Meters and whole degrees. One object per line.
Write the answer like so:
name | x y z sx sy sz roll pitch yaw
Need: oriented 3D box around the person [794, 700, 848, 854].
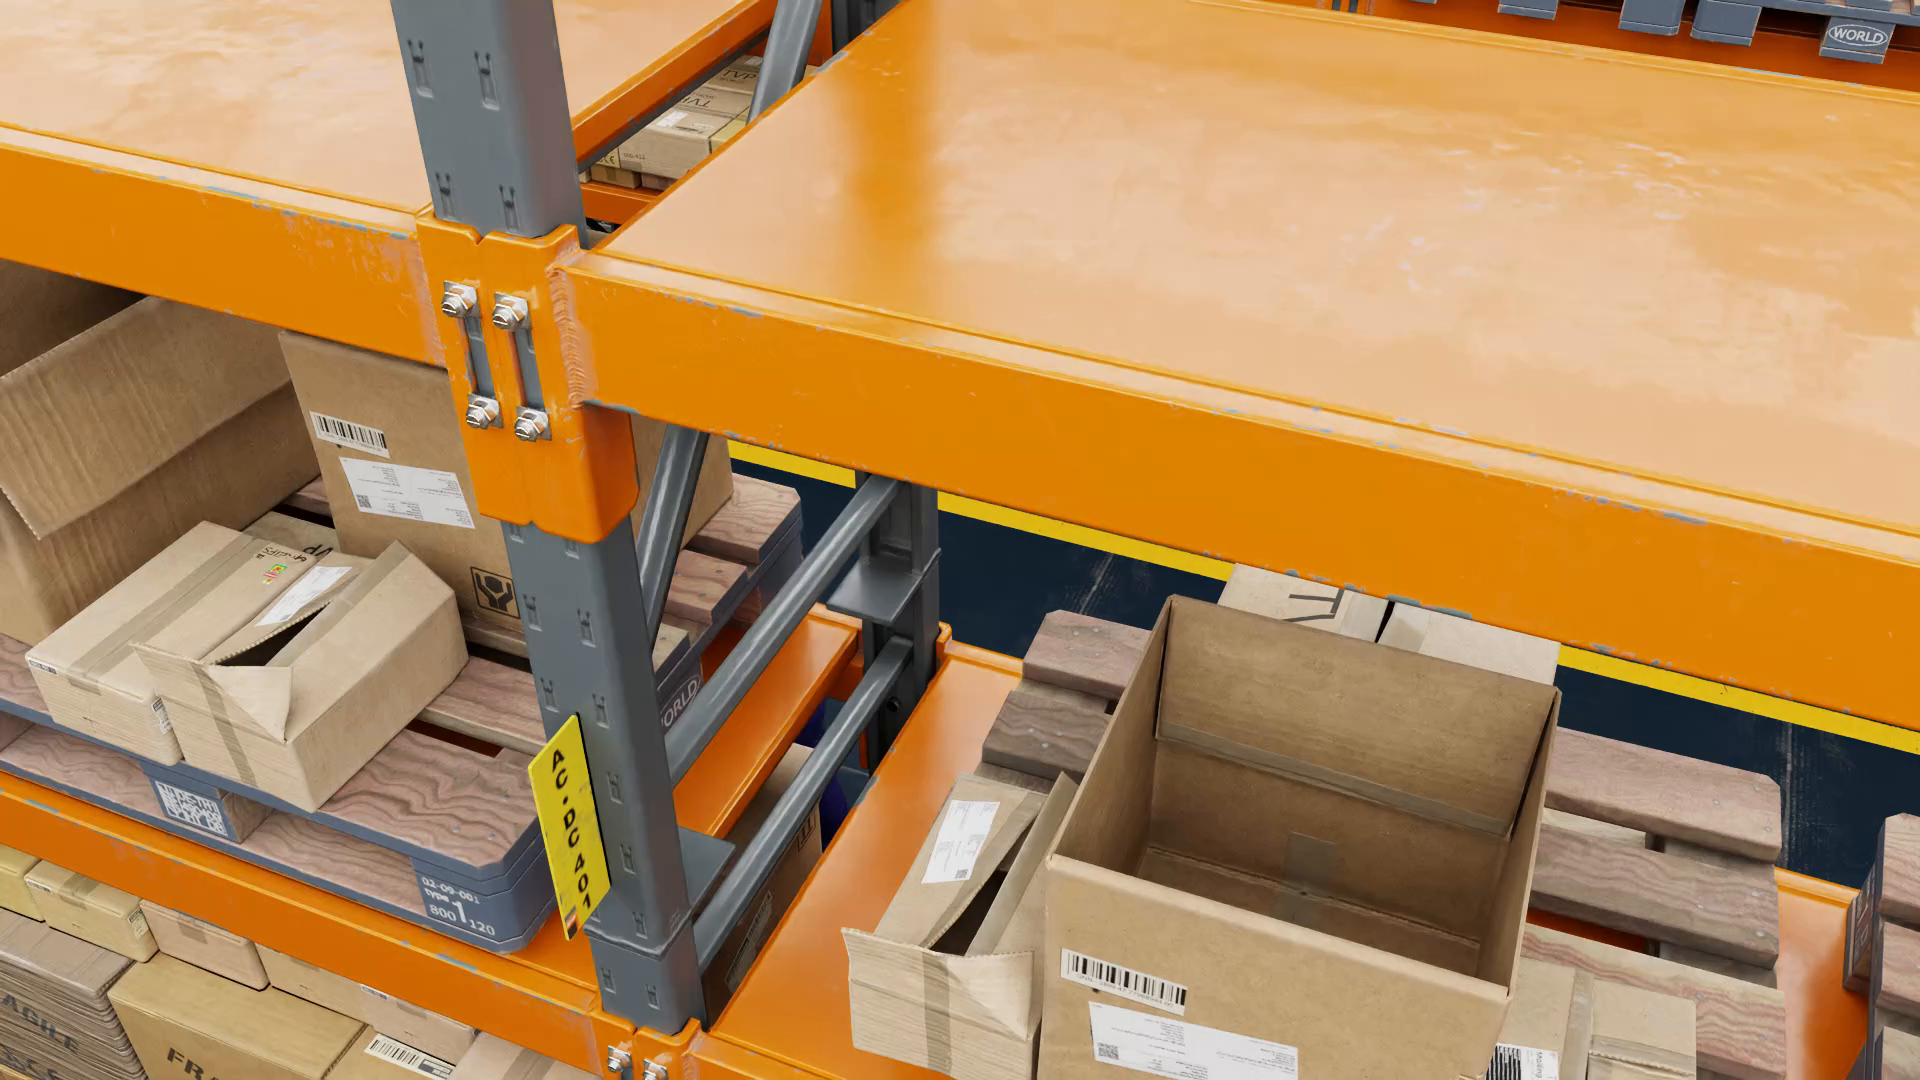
person | -0.696 0.534 5.963 0.615 1.622 0.626 0 38 -1
